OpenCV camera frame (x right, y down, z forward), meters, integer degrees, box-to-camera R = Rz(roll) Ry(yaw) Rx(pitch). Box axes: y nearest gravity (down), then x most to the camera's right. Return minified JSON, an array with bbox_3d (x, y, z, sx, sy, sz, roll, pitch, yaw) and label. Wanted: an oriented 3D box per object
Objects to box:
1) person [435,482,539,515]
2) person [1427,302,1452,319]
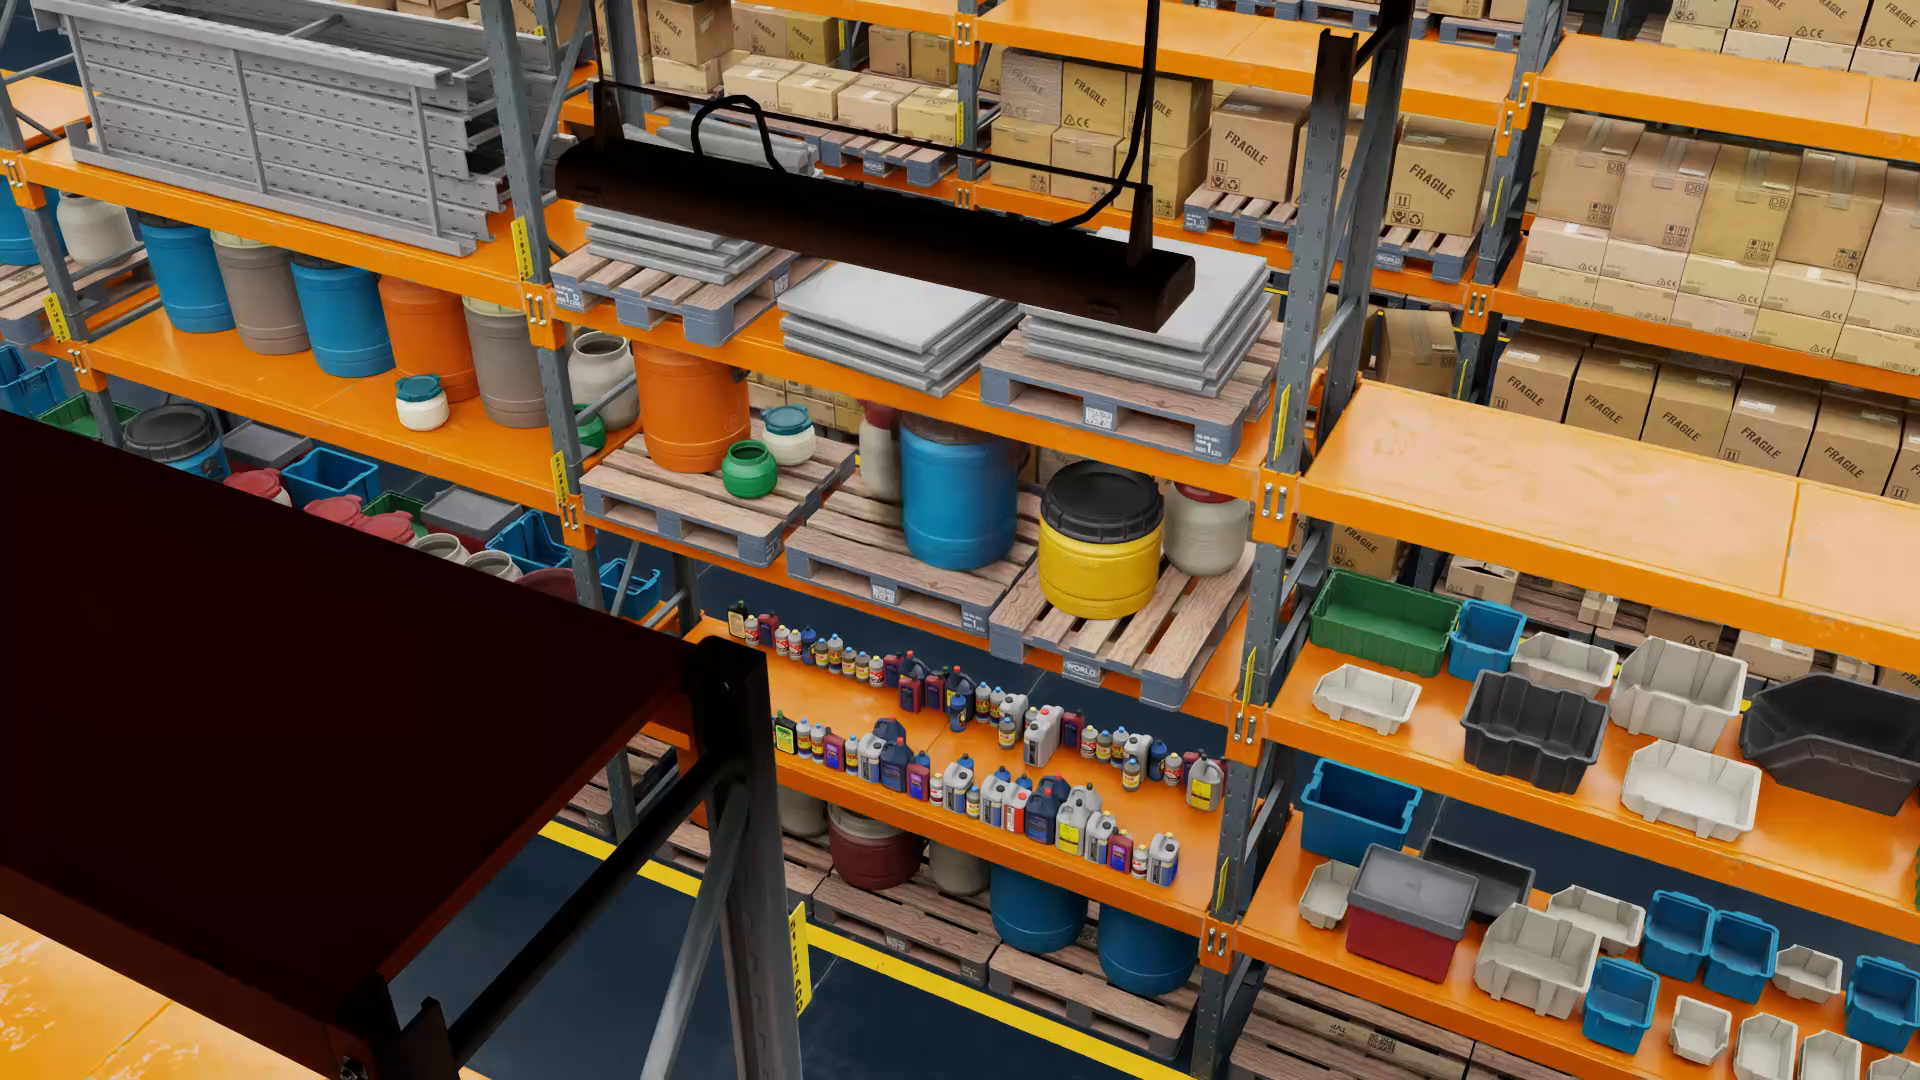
[{"bbox_3d":[-3.997,-0.873,13.607,1.068,1.741,0.632,5,35,6],"label":"person"},{"bbox_3d":[4.059,-1.394,14.496,0.994,1.535,0.403,15,38,21],"label":"person"}]
